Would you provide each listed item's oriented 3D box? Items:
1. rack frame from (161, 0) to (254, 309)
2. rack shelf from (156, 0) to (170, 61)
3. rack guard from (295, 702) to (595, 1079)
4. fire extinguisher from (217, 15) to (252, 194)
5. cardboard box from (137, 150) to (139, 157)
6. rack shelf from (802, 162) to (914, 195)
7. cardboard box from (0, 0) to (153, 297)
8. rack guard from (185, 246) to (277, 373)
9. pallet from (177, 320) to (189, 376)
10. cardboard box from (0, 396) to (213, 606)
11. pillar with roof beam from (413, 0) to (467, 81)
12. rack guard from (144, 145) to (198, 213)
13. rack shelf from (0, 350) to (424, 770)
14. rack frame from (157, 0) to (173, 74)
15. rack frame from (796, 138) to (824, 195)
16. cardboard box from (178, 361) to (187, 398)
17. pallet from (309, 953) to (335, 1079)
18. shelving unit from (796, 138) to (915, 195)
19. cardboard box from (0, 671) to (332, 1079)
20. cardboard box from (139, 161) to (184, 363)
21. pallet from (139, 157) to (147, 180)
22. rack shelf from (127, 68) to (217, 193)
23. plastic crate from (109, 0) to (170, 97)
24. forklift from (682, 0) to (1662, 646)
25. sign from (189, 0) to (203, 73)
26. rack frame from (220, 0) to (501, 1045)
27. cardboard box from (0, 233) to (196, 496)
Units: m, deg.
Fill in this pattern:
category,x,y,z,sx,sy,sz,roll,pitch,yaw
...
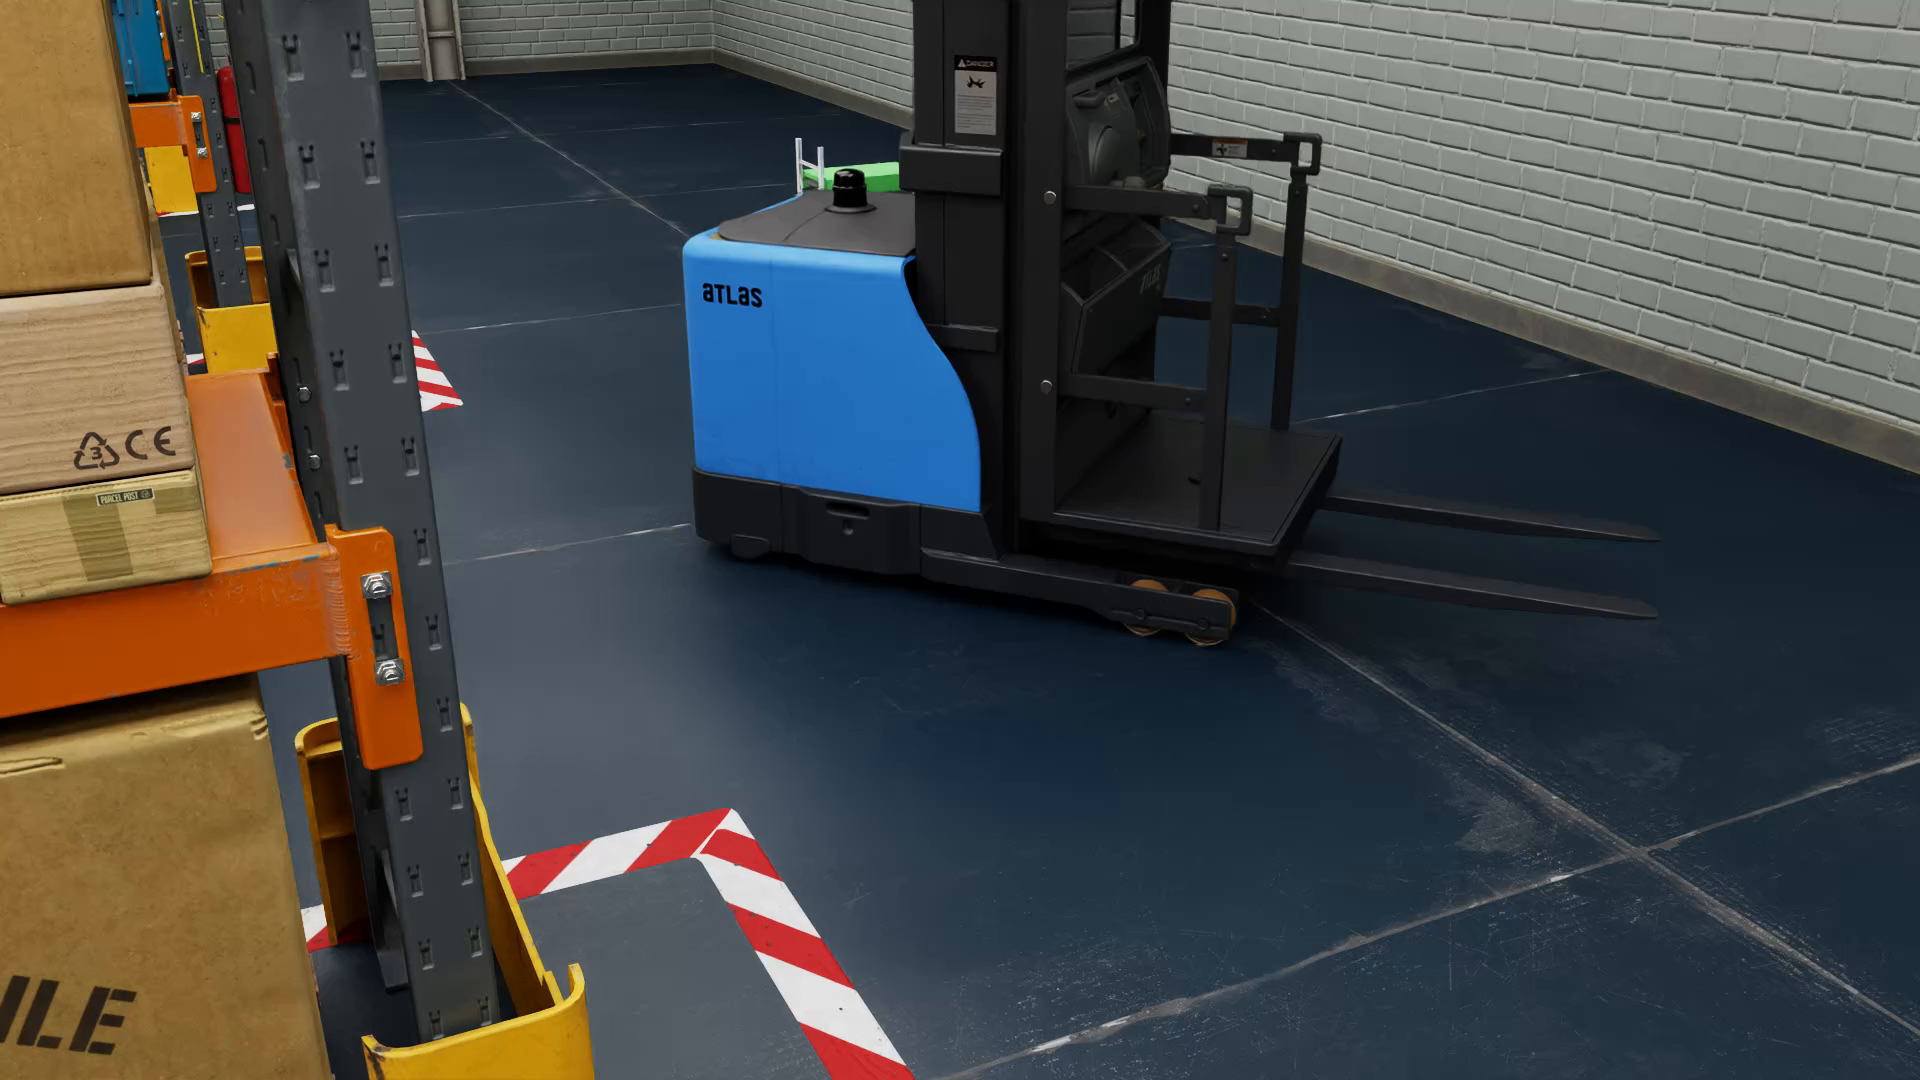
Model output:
category,x,y,z,sx,sy,sz,roll,pitch,yaw
rack frame,-3.165,-2.062,6.808,0.127,3.000,1.000,-10,25,-24
rack shelf,-7.112,-3.105,10.270,4.000,0.370,1.077,-10,25,-24
rack guard,-0.995,0.796,3.173,0.348,0.500,1.175,-10,25,-24
fire extinguisher,-2.832,-1.722,6.577,0.183,0.674,0.296,-10,25,-24
cardboard box,-5.836,-2.704,11.513,0.250,0.149,0.380,-10,25,-24
rack shelf,-0.342,-1.349,6.351,0.480,0.148,0.258,-11,25,-25
cardboard box,-1.341,-0.598,2.099,0.500,0.500,0.500,-10,25,-23
rack guard,-3.149,-0.915,7.307,0.348,0.500,1.175,-10,25,-24
pallet,-3.924,-0.650,7.044,1.213,0.211,1.003,-10,25,-24
cardboard box,-1.194,-0.066,2.316,0.250,0.149,0.380,-10,24,-23
pillar with roof beam,-3.536,-7.510,12.127,0.400,9.000,9.100,-10,25,-24
rack guard,-5.378,-2.602,11.382,0.348,0.500,1.175,-10,25,-24
rack shelf,-2.819,0.309,2.021,4.000,0.370,1.077,-10,25,-24
rack frame,-5.309,-3.769,10.934,0.127,3.000,1.000,-10,25,-24
rack frame,-0.560,-0.922,6.409,0.015,1.200,0.240,-11,25,-25
cardboard box,-1.479,-0.293,2.865,0.250,0.149,0.380,-10,25,-23
pallet,-1.703,1.093,2.833,1.213,0.211,1.003,-10,25,-24
shelving unit,-0.342,-0.964,6.510,0.503,1.200,0.258,-11,25,-25
cardboard box,-1.558,0.567,2.688,0.875,0.875,0.875,-10,25,-24
cardboard box,-1.566,-0.436,2.689,0.500,0.250,0.500,-11,25,-25
pallet,-6.096,-2.336,11.117,1.213,0.211,1.003,-10,25,-24
rack shelf,-4.967,-1.397,6.145,4.000,0.370,1.077,-10,25,-24
plastic crate,-3.385,-1.986,6.501,0.499,0.435,0.616,-10,25,-24
forklift,0.671,-1.267,4.980,3.031,2.935,1.130,9,24,20
sign,-2.911,-1.950,6.326,0.005,0.325,0.100,-10,25,-24
rack frame,-1.016,-0.355,2.685,0.127,3.000,1.000,-10,25,-24
cardboard box,-1.338,-0.251,2.242,0.500,0.250,0.500,-11,25,-24
